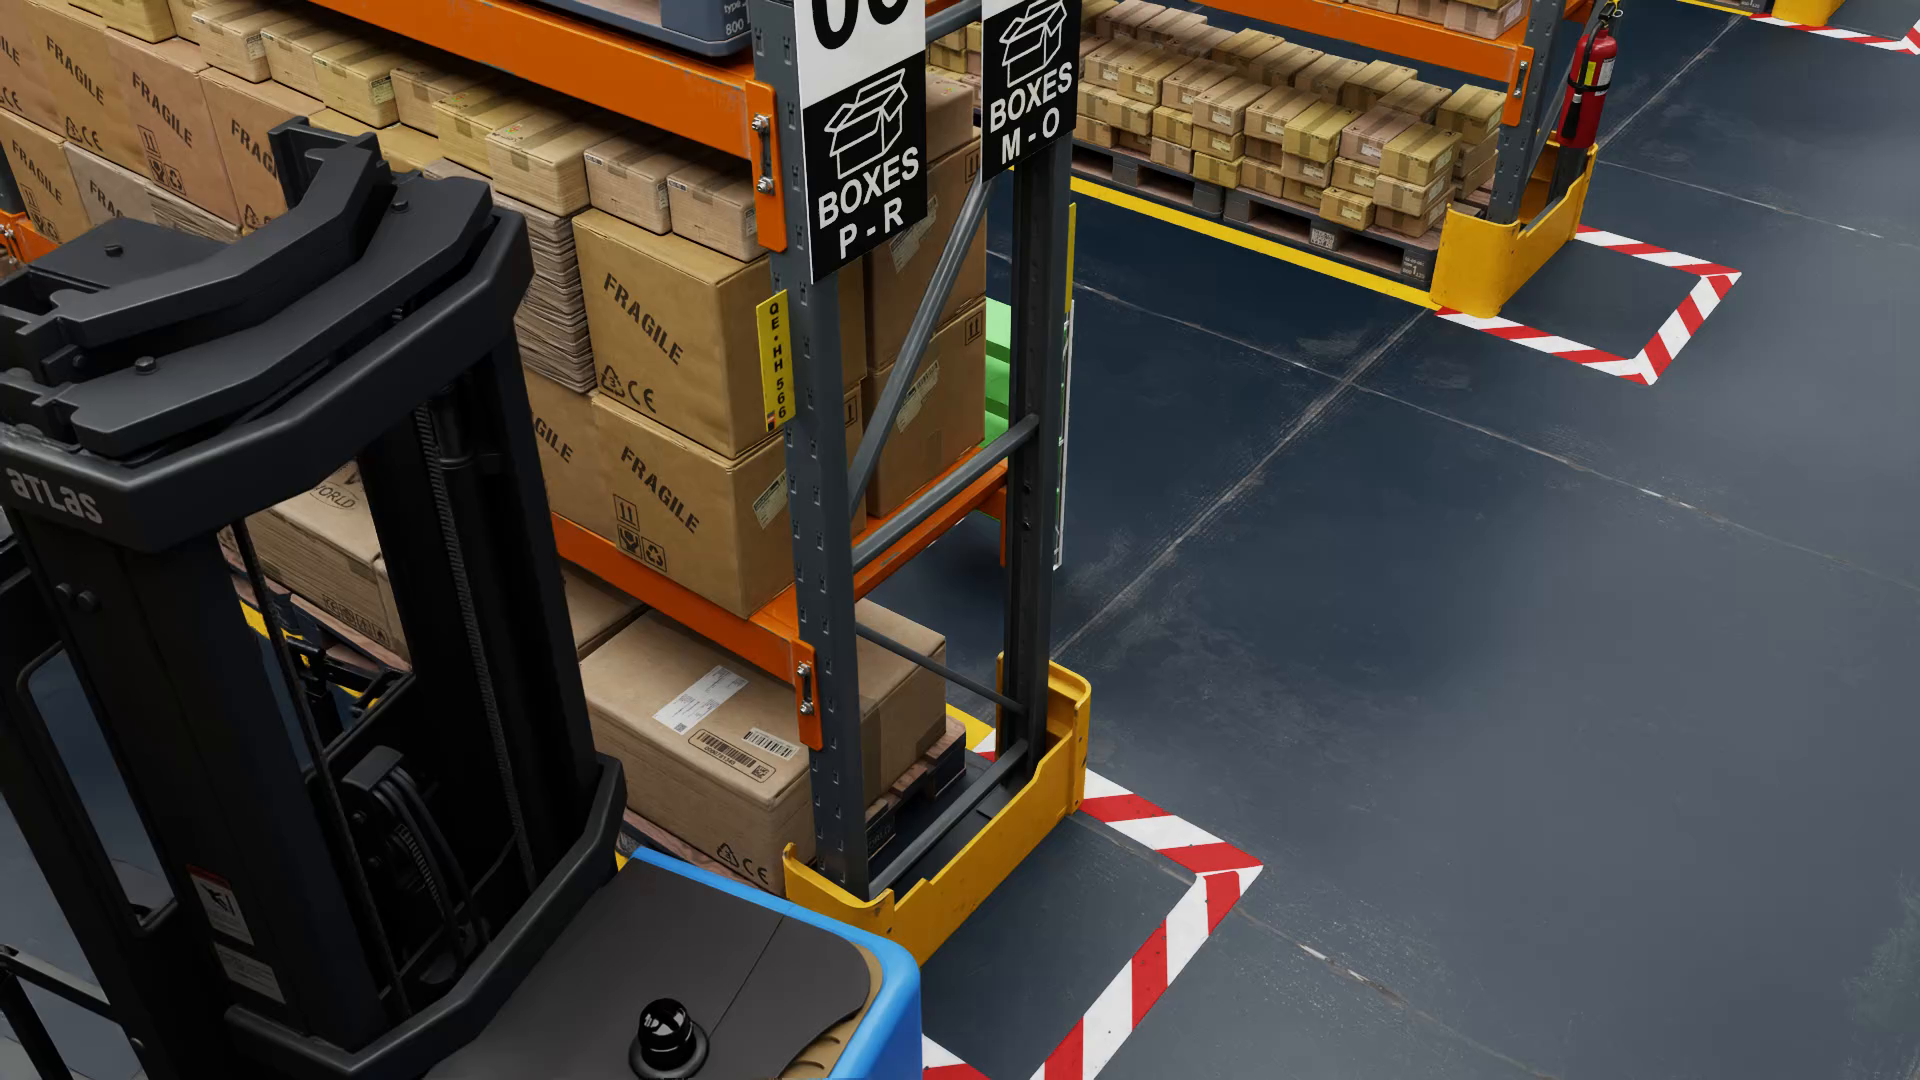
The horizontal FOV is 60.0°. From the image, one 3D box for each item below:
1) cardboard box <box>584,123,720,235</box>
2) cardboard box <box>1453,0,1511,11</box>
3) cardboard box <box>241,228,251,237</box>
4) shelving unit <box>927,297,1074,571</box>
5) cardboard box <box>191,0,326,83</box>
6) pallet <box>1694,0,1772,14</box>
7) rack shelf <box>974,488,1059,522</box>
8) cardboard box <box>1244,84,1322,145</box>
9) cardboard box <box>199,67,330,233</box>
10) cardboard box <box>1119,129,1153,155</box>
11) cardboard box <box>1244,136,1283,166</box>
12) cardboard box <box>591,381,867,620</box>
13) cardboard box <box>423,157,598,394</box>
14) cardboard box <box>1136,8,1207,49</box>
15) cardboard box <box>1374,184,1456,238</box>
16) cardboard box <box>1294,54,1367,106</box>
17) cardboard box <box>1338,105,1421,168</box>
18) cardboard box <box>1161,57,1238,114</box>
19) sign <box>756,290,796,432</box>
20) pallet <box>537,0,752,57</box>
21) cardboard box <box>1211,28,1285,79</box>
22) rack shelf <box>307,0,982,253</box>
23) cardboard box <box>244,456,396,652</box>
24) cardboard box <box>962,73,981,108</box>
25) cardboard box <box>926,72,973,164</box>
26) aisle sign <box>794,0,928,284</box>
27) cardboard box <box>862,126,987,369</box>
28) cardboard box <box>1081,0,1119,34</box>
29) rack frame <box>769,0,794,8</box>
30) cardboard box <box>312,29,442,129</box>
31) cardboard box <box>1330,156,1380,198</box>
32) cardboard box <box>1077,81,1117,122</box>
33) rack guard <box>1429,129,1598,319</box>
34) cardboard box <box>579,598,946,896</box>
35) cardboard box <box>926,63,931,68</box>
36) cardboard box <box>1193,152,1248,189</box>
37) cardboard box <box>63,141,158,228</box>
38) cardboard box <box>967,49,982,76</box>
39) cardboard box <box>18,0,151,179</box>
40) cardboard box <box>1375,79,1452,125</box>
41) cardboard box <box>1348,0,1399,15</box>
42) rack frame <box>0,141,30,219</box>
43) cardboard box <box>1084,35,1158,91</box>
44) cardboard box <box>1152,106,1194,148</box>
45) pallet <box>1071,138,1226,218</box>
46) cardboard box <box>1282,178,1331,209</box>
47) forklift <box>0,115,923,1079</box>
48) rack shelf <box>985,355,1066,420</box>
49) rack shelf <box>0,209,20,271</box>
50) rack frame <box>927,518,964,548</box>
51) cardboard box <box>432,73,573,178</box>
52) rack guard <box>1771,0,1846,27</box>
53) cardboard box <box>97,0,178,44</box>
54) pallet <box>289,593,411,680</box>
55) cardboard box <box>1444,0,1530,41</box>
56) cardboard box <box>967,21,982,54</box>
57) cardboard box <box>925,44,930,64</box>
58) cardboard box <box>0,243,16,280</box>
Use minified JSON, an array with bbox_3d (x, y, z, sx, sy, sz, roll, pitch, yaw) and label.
[{"bbox_3d":[-0.687,-0.915,4.067,0.250,0.149,0.380,26,45,29],"label":"cardboard box"},{"bbox_3d":[2.350,-2.767,7.529,0.500,0.500,0.500,26,45,29],"label":"cardboard box"},{"bbox_3d":[-1.830,-0.767,5.216,0.500,0.500,0.500,27,45,30],"label":"cardboard box"},{"bbox_3d":[0.131,-0.410,6.301,0.503,1.200,0.258,25,45,29],"label":"shelving unit"},{"bbox_3d":[-1.950,-1.468,4.774,0.250,0.149,0.380,25,45,29],"label":"cardboard box"},{"bbox_3d":[5.274,-4.122,11.844,1.213,0.211,1.003,25,45,29],"label":"pallet"},{"bbox_3d":[0.131,-0.171,6.488,0.480,0.148,0.258,25,45,29],"label":"rack shelf"},{"bbox_3d":[1.674,-2.205,8.622,0.250,0.149,0.380,23,44,27],"label":"cardboard box"},{"bbox_3d":[-1.814,-1.161,4.908,0.500,0.500,0.500,25,44,28],"label":"cardboard box"},{"bbox_3d":[1.090,-2.289,9.212,0.250,0.149,0.380,27,45,30],"label":"cardboard box"},{"bbox_3d":[1.706,-2.131,8.769,0.250,0.149,0.380,25,44,28],"label":"cardboard box"},{"bbox_3d":[-0.608,-0.197,4.487,0.500,0.500,0.500,26,45,29],"label":"cardboard box"},{"bbox_3d":[-1.024,-0.785,4.427,0.500,0.500,0.500,25,45,29],"label":"cardboard box"},{"bbox_3d":[1.207,-2.885,9.491,0.250,0.149,0.380,24,44,27],"label":"cardboard box"},{"bbox_3d":[2.318,-1.706,8.468,0.250,0.149,0.380,26,45,29],"label":"cardboard box"},{"bbox_3d":[1.992,-2.462,8.950,0.250,0.149,0.380,23,44,27],"label":"cardboard box"},{"bbox_3d":[2.124,-2.042,8.414,0.250,0.149,0.380,26,45,29],"label":"cardboard box"},{"bbox_3d":[1.285,-2.431,8.911,0.250,0.149,0.380,24,44,27],"label":"cardboard box"},{"bbox_3d":[-0.405,-0.395,3.690,0.005,0.325,0.100,25,45,29],"label":"sign"},{"bbox_3d":[-0.660,-1.526,3.904,1.213,0.211,1.003,25,45,29],"label":"pallet"},{"bbox_3d":[1.596,-2.691,9.243,0.250,0.149,0.380,26,45,29],"label":"cardboard box"},{"bbox_3d":[-1.653,-1.754,4.707,4.000,0.370,1.077,25,45,29],"label":"rack shelf"},{"bbox_3d":[-2.096,-0.139,6.231,0.875,0.438,0.875,24,44,27],"label":"cardboard box"},{"bbox_3d":[0.220,-2.648,9.671,0.250,0.149,0.380,25,44,28],"label":"cardboard box"},{"bbox_3d":[-0.178,-1.064,4.257,0.250,0.149,0.380,26,45,29],"label":"cardboard box"},{"bbox_3d":[-0.195,-0.952,3.423,0.004,0.787,0.394,25,45,29],"label":"aisle sign"},{"bbox_3d":[-0.272,-0.859,4.522,0.500,0.500,0.500,24,44,28],"label":"cardboard box"},{"bbox_3d":[0.714,-3.036,9.684,0.250,0.149,0.380,27,45,30],"label":"cardboard box"},{"bbox_3d":[-0.064,-2.469,2.604,0.127,3.000,1.000,25,45,29],"label":"rack frame"},{"bbox_3d":[-1.518,-1.283,4.536,0.250,0.149,0.380,26,45,30],"label":"cardboard box"},{"bbox_3d":[2.096,-1.910,8.488,0.250,0.149,0.380,24,44,28],"label":"cardboard box"},{"bbox_3d":[0.829,-2.467,9.198,0.250,0.149,0.380,25,44,28],"label":"cardboard box"},{"bbox_3d":[2.803,-1.613,8.404,0.348,0.500,1.175,25,45,29],"label":"rack guard"},{"bbox_3d":[-0.649,0.539,5.367,0.875,0.438,0.875,24,44,27],"label":"cardboard box"},{"bbox_3d":[-0.220,-2.816,9.885,0.250,0.149,0.380,23,44,27],"label":"cardboard box"},{"bbox_3d":[1.450,-2.045,8.901,0.250,0.149,0.380,23,44,27],"label":"cardboard box"},{"bbox_3d":[-2.630,-1.150,5.704,0.500,0.500,0.500,26,45,29],"label":"cardboard box"},{"bbox_3d":[0.250,-2.809,9.636,0.250,0.149,0.380,25,44,28],"label":"cardboard box"},{"bbox_3d":[-2.613,-1.549,5.403,0.500,0.500,0.500,25,44,28],"label":"cardboard box"},{"bbox_3d":[2.361,-2.252,8.683,0.250,0.149,0.380,26,45,29],"label":"cardboard box"},{"bbox_3d":[2.049,-2.651,7.907,0.250,0.149,0.380,25,44,28],"label":"cardboard box"},{"bbox_3d":[-3.241,-1.605,6.366,0.127,3.000,1.000,25,45,29],"label":"rack frame"},{"bbox_3d":[0.887,-2.627,9.161,0.250,0.149,0.380,23,44,27],"label":"cardboard box"},{"bbox_3d":[1.245,-2.273,8.950,0.250,0.149,0.380,28,46,31],"label":"cardboard box"},{"bbox_3d":[1.214,-2.278,9.488,1.213,0.211,1.003,25,45,29],"label":"pallet"},{"bbox_3d":[1.895,-1.894,8.708,0.250,0.149,0.380,25,44,28],"label":"cardboard box"},{"bbox_3d":[-1.636,0.523,3.704,3.031,2.935,1.130,16,41,19],"label":"forklift"},{"bbox_3d":[0.131,-0.549,6.192,0.480,0.148,0.258,25,45,29],"label":"rack shelf"},{"bbox_3d":[-4.830,-2.071,7.545,4.000,0.370,1.077,25,45,29],"label":"rack shelf"},{"bbox_3d":[-0.062,-0.502,6.418,0.015,1.200,0.240,25,45,29],"label":"rack frame"},{"bbox_3d":[-1.118,-1.085,4.284,0.250,0.149,0.380,26,45,30],"label":"cardboard box"},{"bbox_3d":[5.976,-3.966,11.410,0.348,0.500,1.175,25,45,29],"label":"rack guard"},{"bbox_3d":[-2.352,-1.648,5.003,0.250,0.149,0.380,24,44,27],"label":"cardboard box"},{"bbox_3d":[-1.711,0.273,6.230,1.213,0.211,1.003,25,45,29],"label":"pallet"},{"bbox_3d":[2.432,-2.453,7.654,0.250,0.149,0.380,25,45,29],"label":"cardboard box"},{"bbox_3d":[0.247,-2.910,9.523,0.250,0.149,0.380,25,44,28],"label":"cardboard box"},{"bbox_3d":[-0.221,-2.934,9.795,0.250,0.149,0.380,27,46,30],"label":"cardboard box"},{"bbox_3d":[-3.782,-1.127,7.138,0.875,0.875,0.875,27,45,30],"label":"cardboard box"}]
